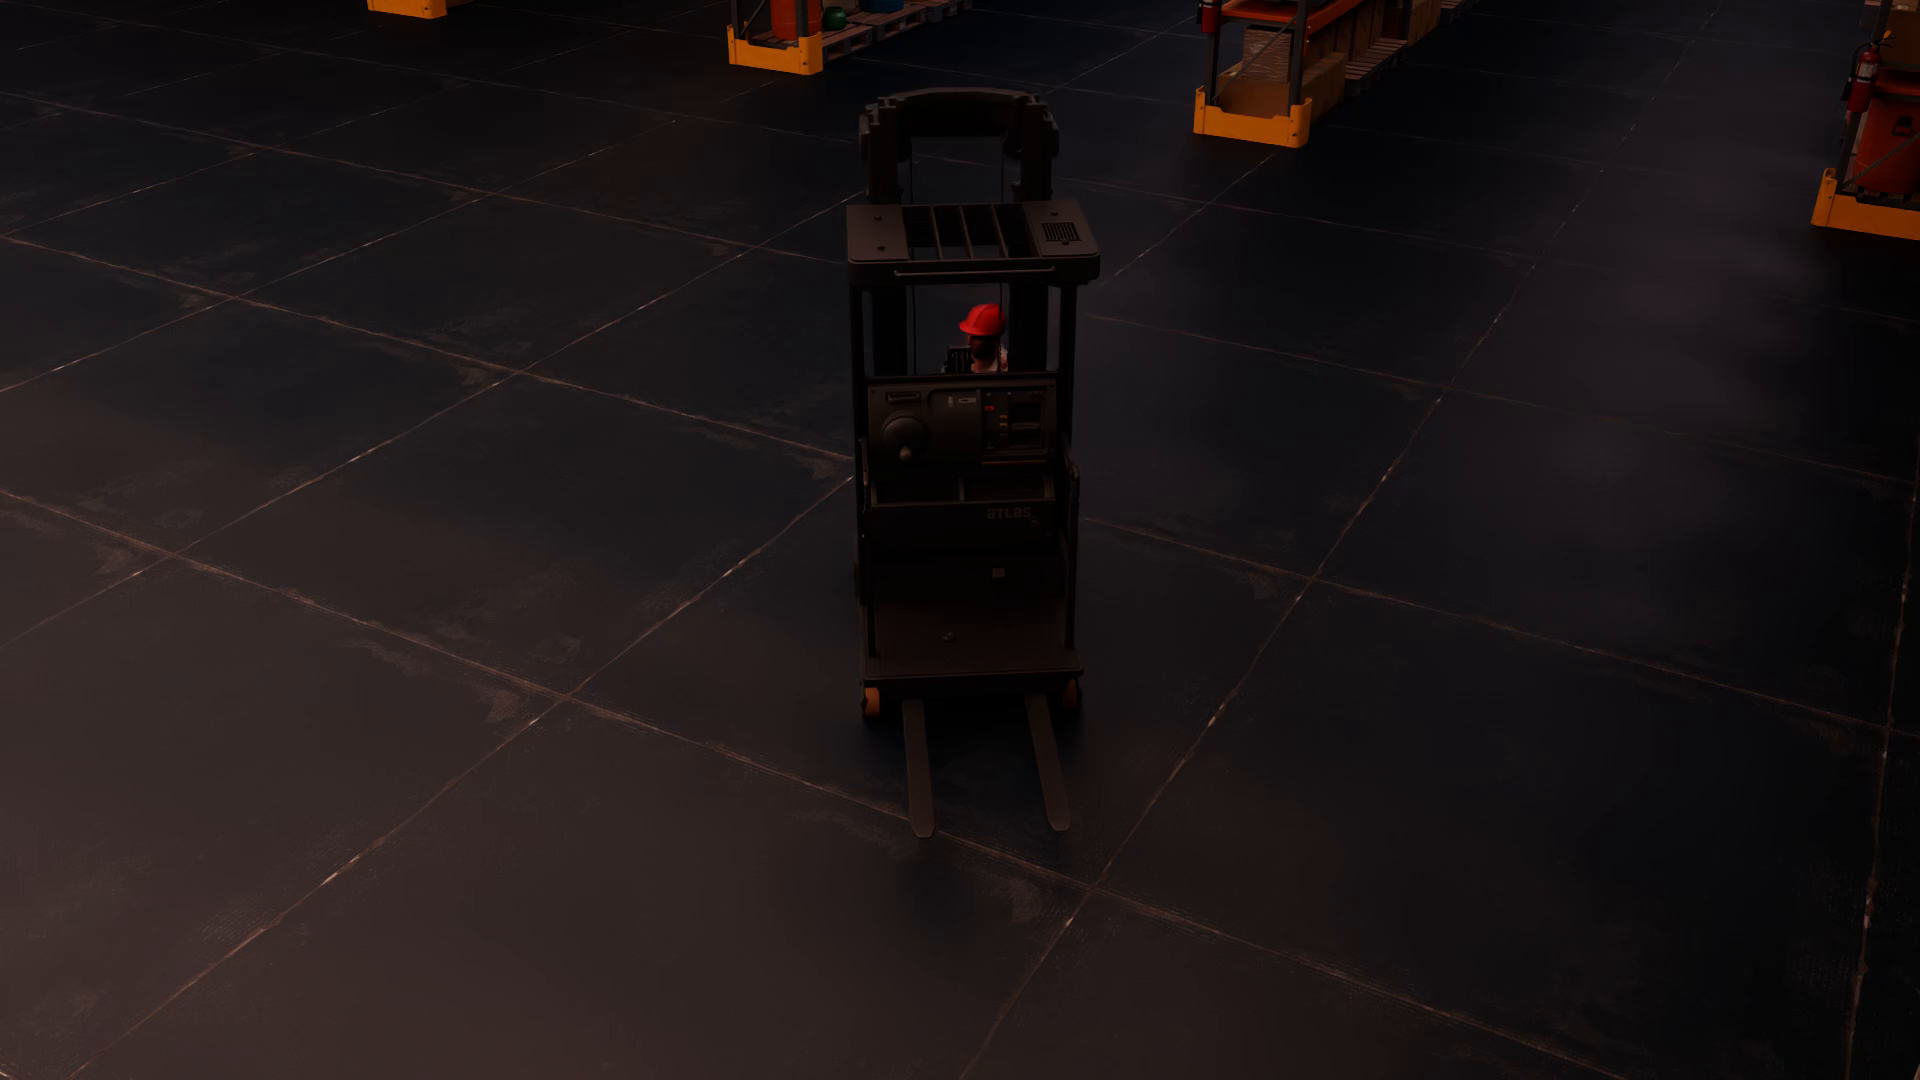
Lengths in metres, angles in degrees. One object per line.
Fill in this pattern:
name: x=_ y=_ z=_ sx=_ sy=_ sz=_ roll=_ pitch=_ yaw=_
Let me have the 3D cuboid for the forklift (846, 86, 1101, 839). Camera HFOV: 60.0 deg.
forklift: x=0.033 y=-0.536 z=8.000 sx=1.130 sy=2.935 sz=3.031 roll=-2 pitch=30 yaw=-4

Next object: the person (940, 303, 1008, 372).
person: x=-0.002 y=-0.440 z=8.876 sx=0.849 sy=1.657 sz=0.708 roll=23 pitch=37 yaw=34
